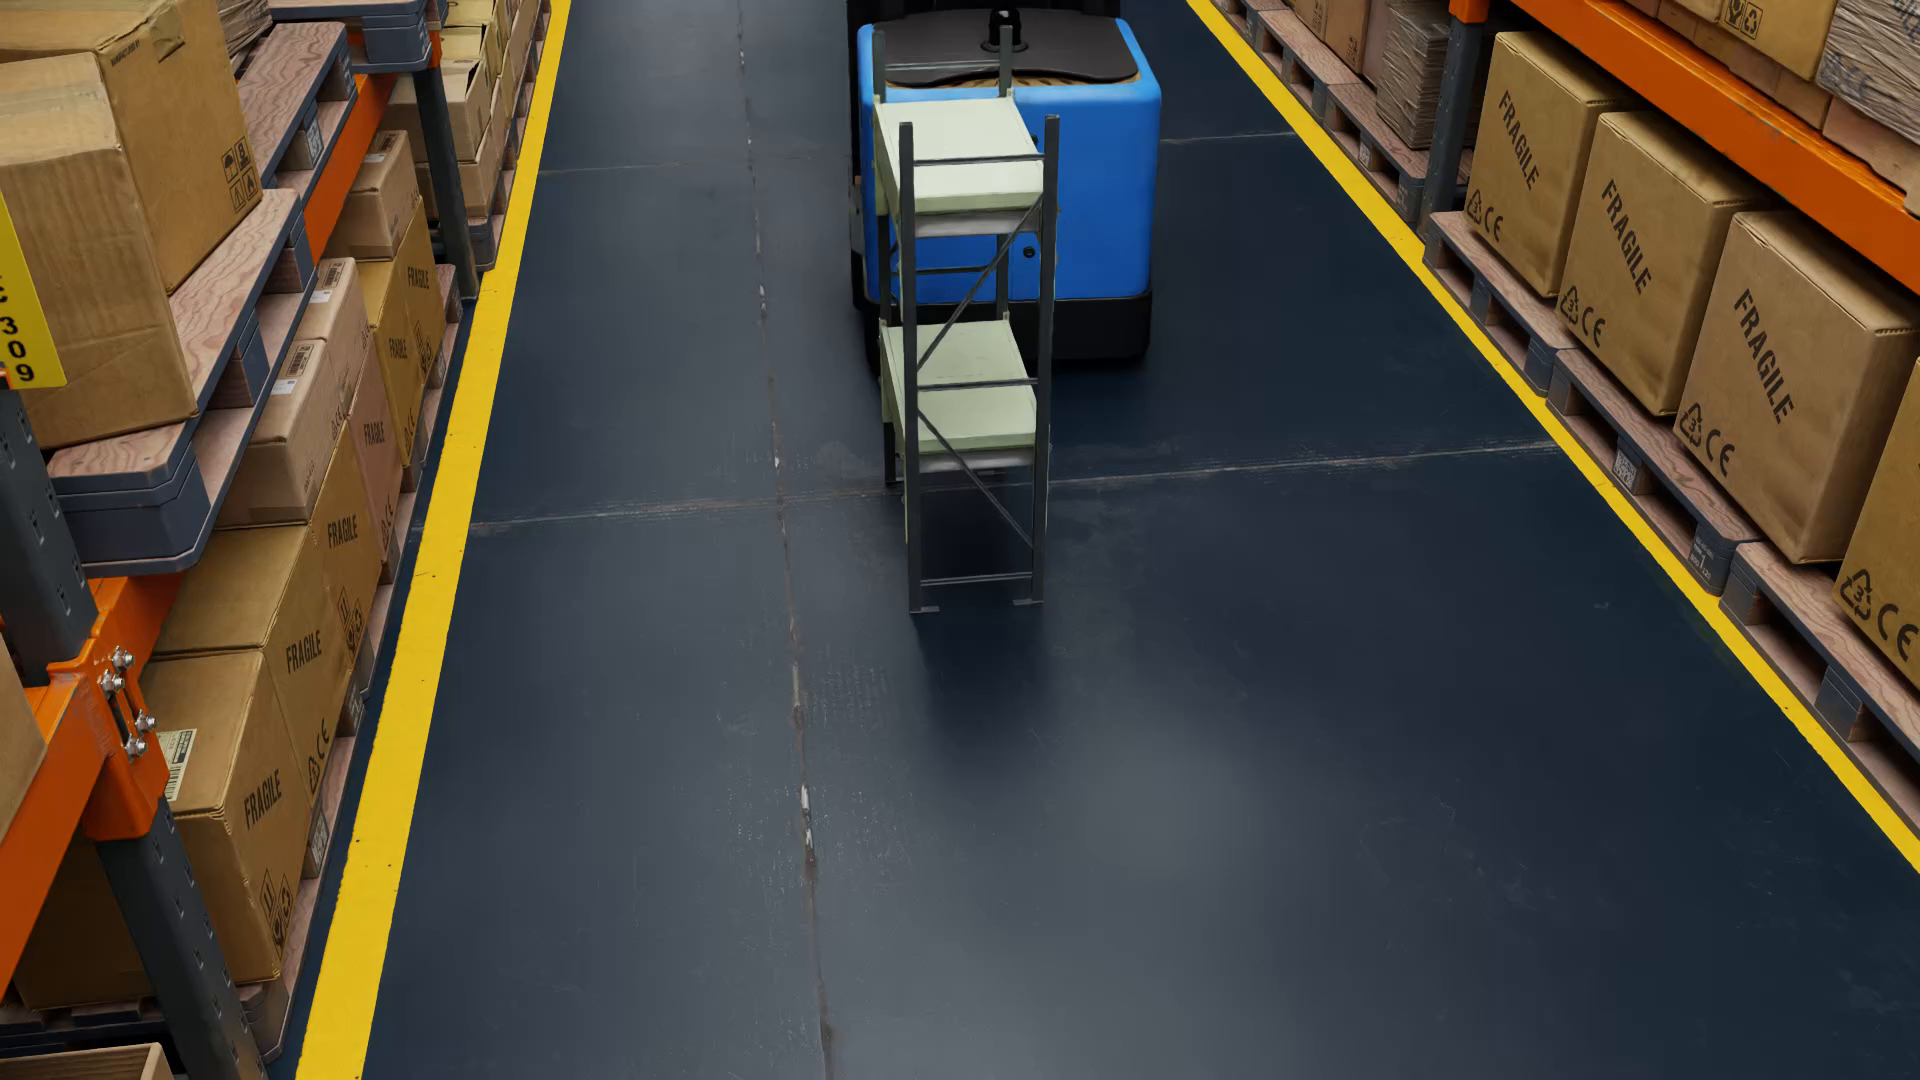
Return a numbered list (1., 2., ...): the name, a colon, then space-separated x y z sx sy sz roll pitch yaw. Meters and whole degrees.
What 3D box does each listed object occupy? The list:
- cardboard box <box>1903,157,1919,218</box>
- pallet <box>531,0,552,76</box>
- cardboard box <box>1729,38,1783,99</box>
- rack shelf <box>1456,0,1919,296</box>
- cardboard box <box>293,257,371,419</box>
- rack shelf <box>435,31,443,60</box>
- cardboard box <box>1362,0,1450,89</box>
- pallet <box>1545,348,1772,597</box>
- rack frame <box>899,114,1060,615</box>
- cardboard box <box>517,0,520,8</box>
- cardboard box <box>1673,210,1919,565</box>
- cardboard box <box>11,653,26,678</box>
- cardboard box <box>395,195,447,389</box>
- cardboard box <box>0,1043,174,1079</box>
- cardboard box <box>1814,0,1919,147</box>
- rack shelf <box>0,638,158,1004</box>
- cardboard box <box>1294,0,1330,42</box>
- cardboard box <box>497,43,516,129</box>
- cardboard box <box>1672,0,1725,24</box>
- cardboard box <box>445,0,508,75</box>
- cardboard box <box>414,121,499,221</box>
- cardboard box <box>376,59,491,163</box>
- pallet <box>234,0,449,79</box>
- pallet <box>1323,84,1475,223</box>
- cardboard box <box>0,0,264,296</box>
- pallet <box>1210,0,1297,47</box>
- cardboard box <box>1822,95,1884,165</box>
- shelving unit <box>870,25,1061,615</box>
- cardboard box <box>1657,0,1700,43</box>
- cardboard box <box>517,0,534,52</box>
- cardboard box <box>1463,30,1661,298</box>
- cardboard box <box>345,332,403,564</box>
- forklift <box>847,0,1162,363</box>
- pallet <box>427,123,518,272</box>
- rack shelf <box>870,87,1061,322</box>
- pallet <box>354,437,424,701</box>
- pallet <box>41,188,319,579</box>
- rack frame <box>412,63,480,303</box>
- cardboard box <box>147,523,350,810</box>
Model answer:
1. cardboard box: 2.545 -0.834 4.015 0.380 0.149 0.250 -4 35 -6
2. pallet: -2.834 -2.859 9.257 1.003 0.211 1.213 -4 35 -6
3. cardboard box: 2.506 -1.412 4.864 0.380 0.149 0.250 -4 34 -6
4. rack shelf: 2.743 -1.151 4.914 1.077 0.370 4.000 -4 35 -6
5. cardboard box: -1.922 -0.540 4.542 0.500 0.250 0.500 -5 35 -7
6. rack shelf: -2.703 -3.006 7.636 1.077 0.370 4.000 -4 35 -6
7. cardboard box: 2.372 -2.407 7.948 0.700 0.500 0.500 -4 35 -6
8. pallet: 2.666 -0.287 5.484 1.003 0.211 1.213 -4 35 -6
9. rack frame: 0.048 -0.419 4.533 0.400 1.500 0.023 -4 35 -6
10. cardboard box: -2.492 -2.915 8.435 0.500 0.311 0.500 -4 35 -7
11. cardboard box: 2.673 -0.466 4.806 0.750 0.750 0.750 -3 34 -5
12. cardboard box: -2.305 0.366 3.878 0.500 0.500 0.500 -4 35 -6
13. cardboard box: -2.076 -0.832 5.636 0.500 0.500 0.500 -3 34 -5
14. cardboard box: -1.538 1.193 2.665 0.500 0.500 0.500 -4 35 -6
15. cardboard box: 2.563 -1.308 4.135 0.500 0.500 0.500 -4 35 -6
16. rack shelf: -1.627 1.459 1.085 1.077 0.370 4.000 -4 35 -6
17. cardboard box: 2.199 -2.963 8.764 0.700 0.500 0.500 -4 34 -6
18. cardboard box: -2.358 -2.109 7.749 0.500 0.250 0.500 -5 35 -8
19. cardboard box: 2.413 -1.876 4.969 0.500 0.500 0.500 -5 35 -7
20. cardboard box: -2.359 -2.348 7.602 0.500 0.311 0.500 -5 35 -8
21. cardboard box: -2.213 -1.539 6.913 0.500 0.250 0.500 -4 35 -7
22. cardboard box: -2.213 -1.770 6.755 0.500 0.311 0.500 -3 34 -5
23. pallet: -2.273 -1.735 5.302 1.213 0.211 1.003 -4 35 -6
24. pallet: 2.371 -1.848 7.774 1.003 0.211 1.213 -4 35 -6
25. cardboard box: -1.893 -0.830 3.342 0.700 0.500 0.500 1 34 1
26. pallet: 2.042 -3.210 9.772 1.003 0.211 1.213 -4 35 -6
27. cardboard box: 2.559 -1.116 4.429 0.380 0.149 0.250 -5 35 -8
28. shelving unit: -0.001 -0.623 4.833 0.431 1.500 0.755 -4 35 -6
29. cardboard box: 2.466 -1.696 5.281 0.380 0.149 0.250 -4 34 -5
30. cardboard box: -2.493 -2.679 8.586 0.500 0.250 0.500 -4 34 -5
31. cardboard box: 2.443 -1.429 6.219 0.750 0.750 0.750 -5 35 -7
32. cardboard box: -1.930 -0.250 4.783 0.500 0.500 0.500 -6 35 -8
33. forklift: 0.074 -2.654 6.542 1.130 2.935 3.031 -2 34 -4
34. pallet: -2.506 -1.497 7.259 1.003 0.211 1.213 -4 35 -6
35. rack shelf: -0.001 -0.946 4.613 0.431 0.370 0.720 -4 35 -6
36. pallet: -2.210 0.064 4.968 1.003 0.211 1.213 -4 35 -6
37. pallet: -1.895 -0.330 3.241 1.003 0.211 1.213 -4 35 -6
38. rack frame: -2.434 -2.187 5.795 1.000 3.000 0.127 -4 35 -6
39. cardboard box: -1.802 0.311 3.959 0.500 0.500 0.500 -4 34 -6
